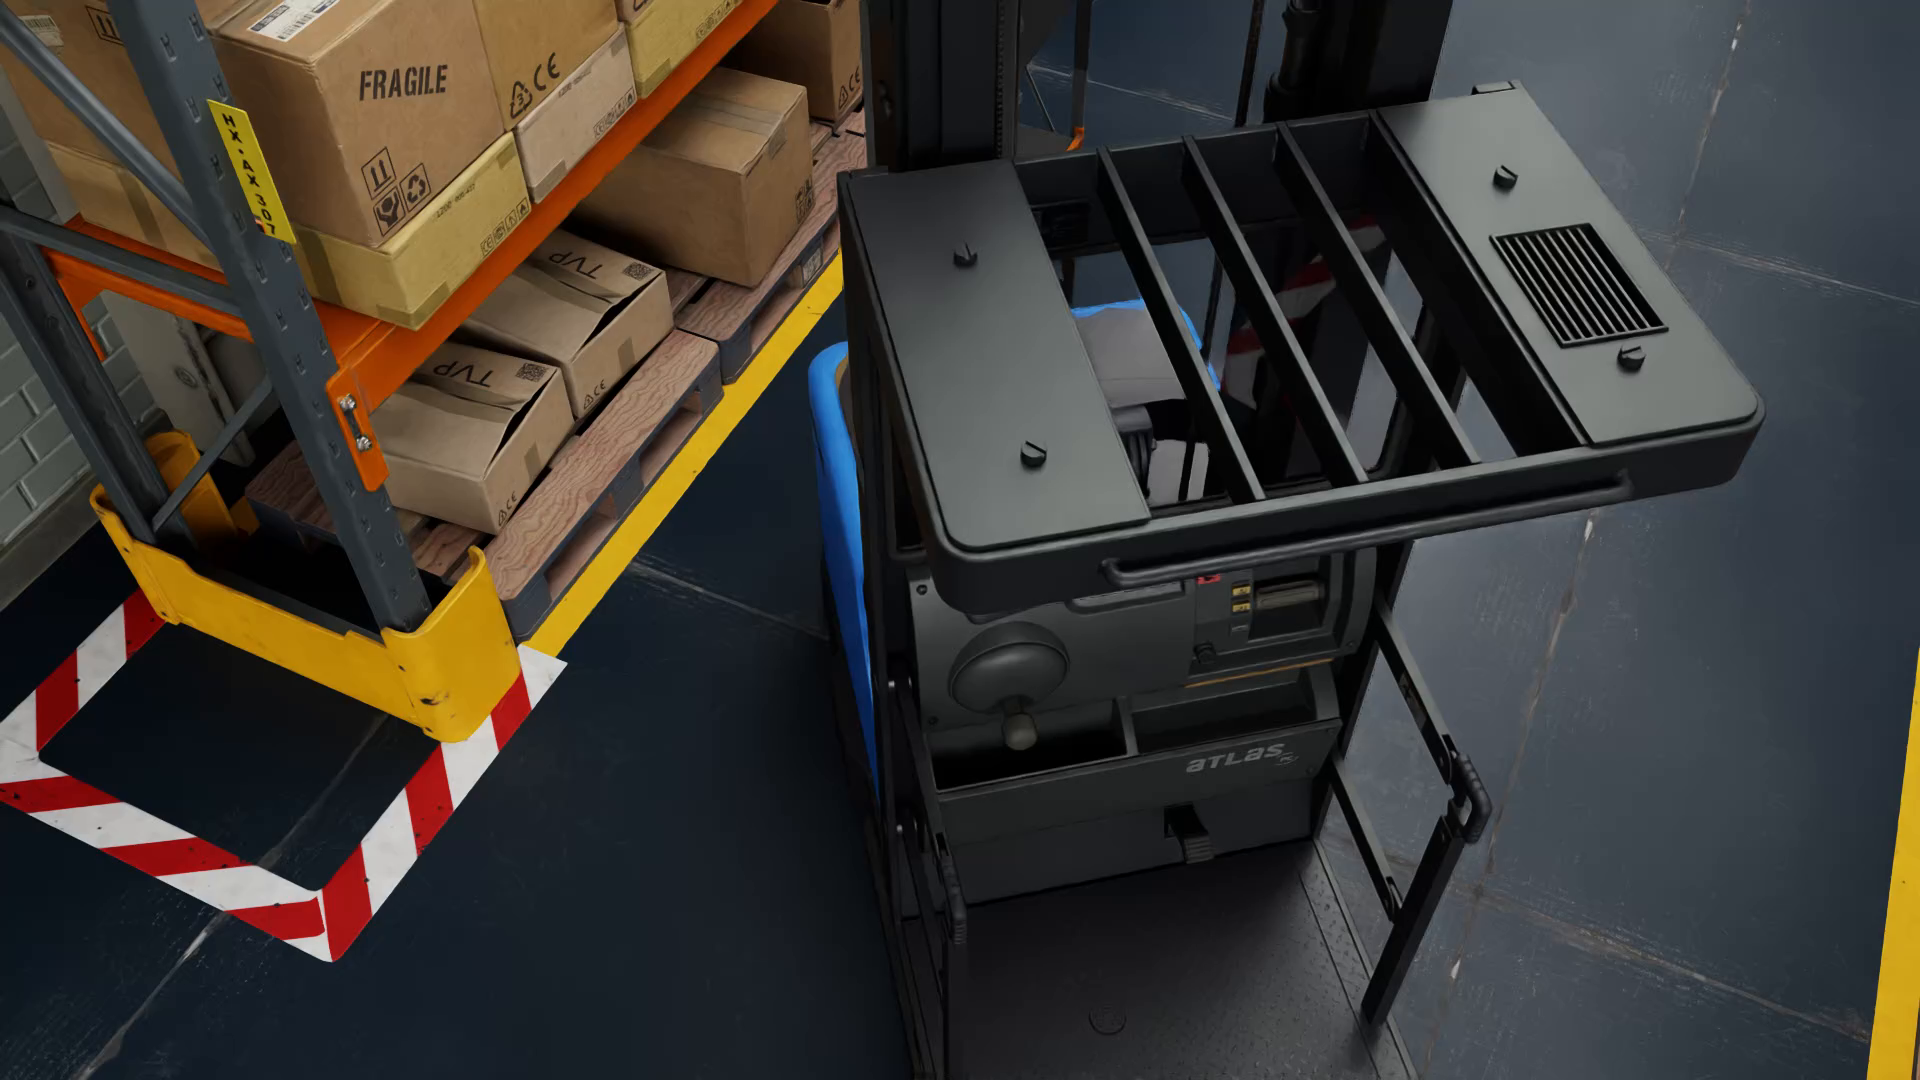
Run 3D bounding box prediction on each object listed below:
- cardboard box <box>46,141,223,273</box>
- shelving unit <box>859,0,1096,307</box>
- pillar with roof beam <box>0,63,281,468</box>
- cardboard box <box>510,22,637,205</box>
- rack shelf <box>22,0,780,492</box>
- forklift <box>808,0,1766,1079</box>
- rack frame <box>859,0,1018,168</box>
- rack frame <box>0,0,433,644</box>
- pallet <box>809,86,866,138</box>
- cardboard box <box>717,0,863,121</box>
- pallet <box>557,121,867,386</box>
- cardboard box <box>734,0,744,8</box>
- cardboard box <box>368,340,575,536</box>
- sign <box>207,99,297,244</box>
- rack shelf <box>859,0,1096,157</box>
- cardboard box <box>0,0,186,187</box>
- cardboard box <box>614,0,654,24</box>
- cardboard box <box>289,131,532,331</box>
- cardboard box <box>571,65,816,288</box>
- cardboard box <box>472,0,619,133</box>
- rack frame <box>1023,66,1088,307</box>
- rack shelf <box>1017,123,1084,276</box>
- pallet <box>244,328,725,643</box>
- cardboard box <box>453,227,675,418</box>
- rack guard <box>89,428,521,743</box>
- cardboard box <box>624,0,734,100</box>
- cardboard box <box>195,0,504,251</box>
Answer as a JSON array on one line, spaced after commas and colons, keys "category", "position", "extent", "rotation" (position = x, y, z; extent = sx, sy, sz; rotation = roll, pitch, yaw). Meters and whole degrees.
[{"category": "cardboard box", "position": [-1.887, -0.973, 4.194], "extent": [0.500, 0.250, 0.500], "rotation": [20, 53, 17]}, {"category": "shelving unit", "position": [0.049, -0.857, 4.601], "extent": [0.431, 2.100, 0.503], "rotation": [19, 52, 16]}, {"category": "pillar with roof beam", "position": [1.498, -1.937, 0.990], "extent": [9.100, 9.000, 0.400], "rotation": [20, 52, 16]}, {"category": "cardboard box", "position": [-1.207, -1.183, 4.373], "extent": [0.500, 0.250, 0.500], "rotation": [18, 52, 15]}, {"category": "rack shelf", "position": [-1.057, -1.775, 5.263], "extent": [1.077, 0.370, 4.000], "rotation": [20, 52, 16]}, {"category": "forklift", "position": [0.413, 0.264, 3.101], "extent": [1.130, 2.935, 3.031], "rotation": [-10, 50, -8]}, {"category": "rack frame", "position": [-0.053, -0.689, 4.457], "extent": [0.400, 2.100, 0.015], "rotation": [19, 52, 16]}, {"category": "rack frame", "position": [-1.912, -0.631, 3.817], "extent": [1.000, 3.000, 0.127], "rotation": [20, 52, 16]}, {"category": "pallet", "position": [-0.458, -2.007, 6.819], "extent": [1.003, 0.211, 1.213], "rotation": [20, 52, 16]}, {"category": "cardboard box", "position": [-0.610, -1.990, 6.326], "extent": [0.500, 0.500, 0.500], "rotation": [16, 52, 13]}, {"category": "pallet", "position": [-0.978, -1.164, 6.102], "extent": [1.003, 0.211, 1.213], "rotation": [20, 52, 16]}, {"category": "cardboard box", "position": [-0.766, -1.880, 4.965], "extent": [0.500, 0.250, 0.500], "rotation": [20, 53, 16]}, {"category": "cardboard box", "position": [-1.535, -0.349, 5.054], "extent": [0.500, 0.311, 0.500], "rotation": [14, 51, 12]}, {"category": "sign", "position": [-1.421, -0.735, 3.337], "extent": [0.100, 0.325, 0.005], "rotation": [20, 52, 16]}, {"category": "rack shelf", "position": [0.049, -1.302, 4.078], "extent": [0.431, 0.518, 0.480], "rotation": [19, 52, 16]}, {"category": "cardboard box", "position": [-1.902, -1.225, 3.916], "extent": [0.500, 0.500, 0.500], "rotation": [19, 52, 16]}, {"category": "cardboard box", "position": [-0.989, -1.753, 4.365], "extent": [0.500, 0.500, 0.500], "rotation": [18, 52, 15]}, {"category": "cardboard box", "position": [-1.416, -0.821, 4.065], "extent": [0.500, 0.250, 0.500], "rotation": [18, 52, 15]}, {"category": "cardboard box", "position": [-0.932, -1.292, 5.732], "extent": [0.700, 0.500, 0.500], "rotation": [17, 52, 14]}, {"category": "cardboard box", "position": [-1.216, -1.400, 4.064], "extent": [0.500, 0.500, 0.500], "rotation": [20, 52, 16]}, {"category": "rack frame", "position": [0.151, -1.026, 4.744], "extent": [0.400, 2.100, 0.015], "rotation": [19, 52, 16]}, {"category": "rack shelf", "position": [0.049, -0.849, 4.611], "extent": [0.431, 0.518, 0.480], "rotation": [19, 52, 16]}, {"category": "pallet", "position": [-1.500, -0.327, 5.390], "extent": [1.003, 0.211, 1.213], "rotation": [20, 52, 16]}, {"category": "cardboard box", "position": [-1.291, -0.742, 5.388], "extent": [0.500, 0.311, 0.500], "rotation": [24, 54, 19]}, {"category": "rack guard", "position": [-1.879, 0.127, 4.814], "extent": [1.175, 0.500, 0.348], "rotation": [20, 52, 16]}, {"category": "cardboard box", "position": [-0.984, -1.532, 4.670], "extent": [0.500, 0.250, 0.500], "rotation": [19, 52, 16]}, {"category": "cardboard box", "position": [-1.436, -1.062, 3.777], "extent": [0.500, 0.500, 0.500], "rotation": [20, 52, 16]}]
